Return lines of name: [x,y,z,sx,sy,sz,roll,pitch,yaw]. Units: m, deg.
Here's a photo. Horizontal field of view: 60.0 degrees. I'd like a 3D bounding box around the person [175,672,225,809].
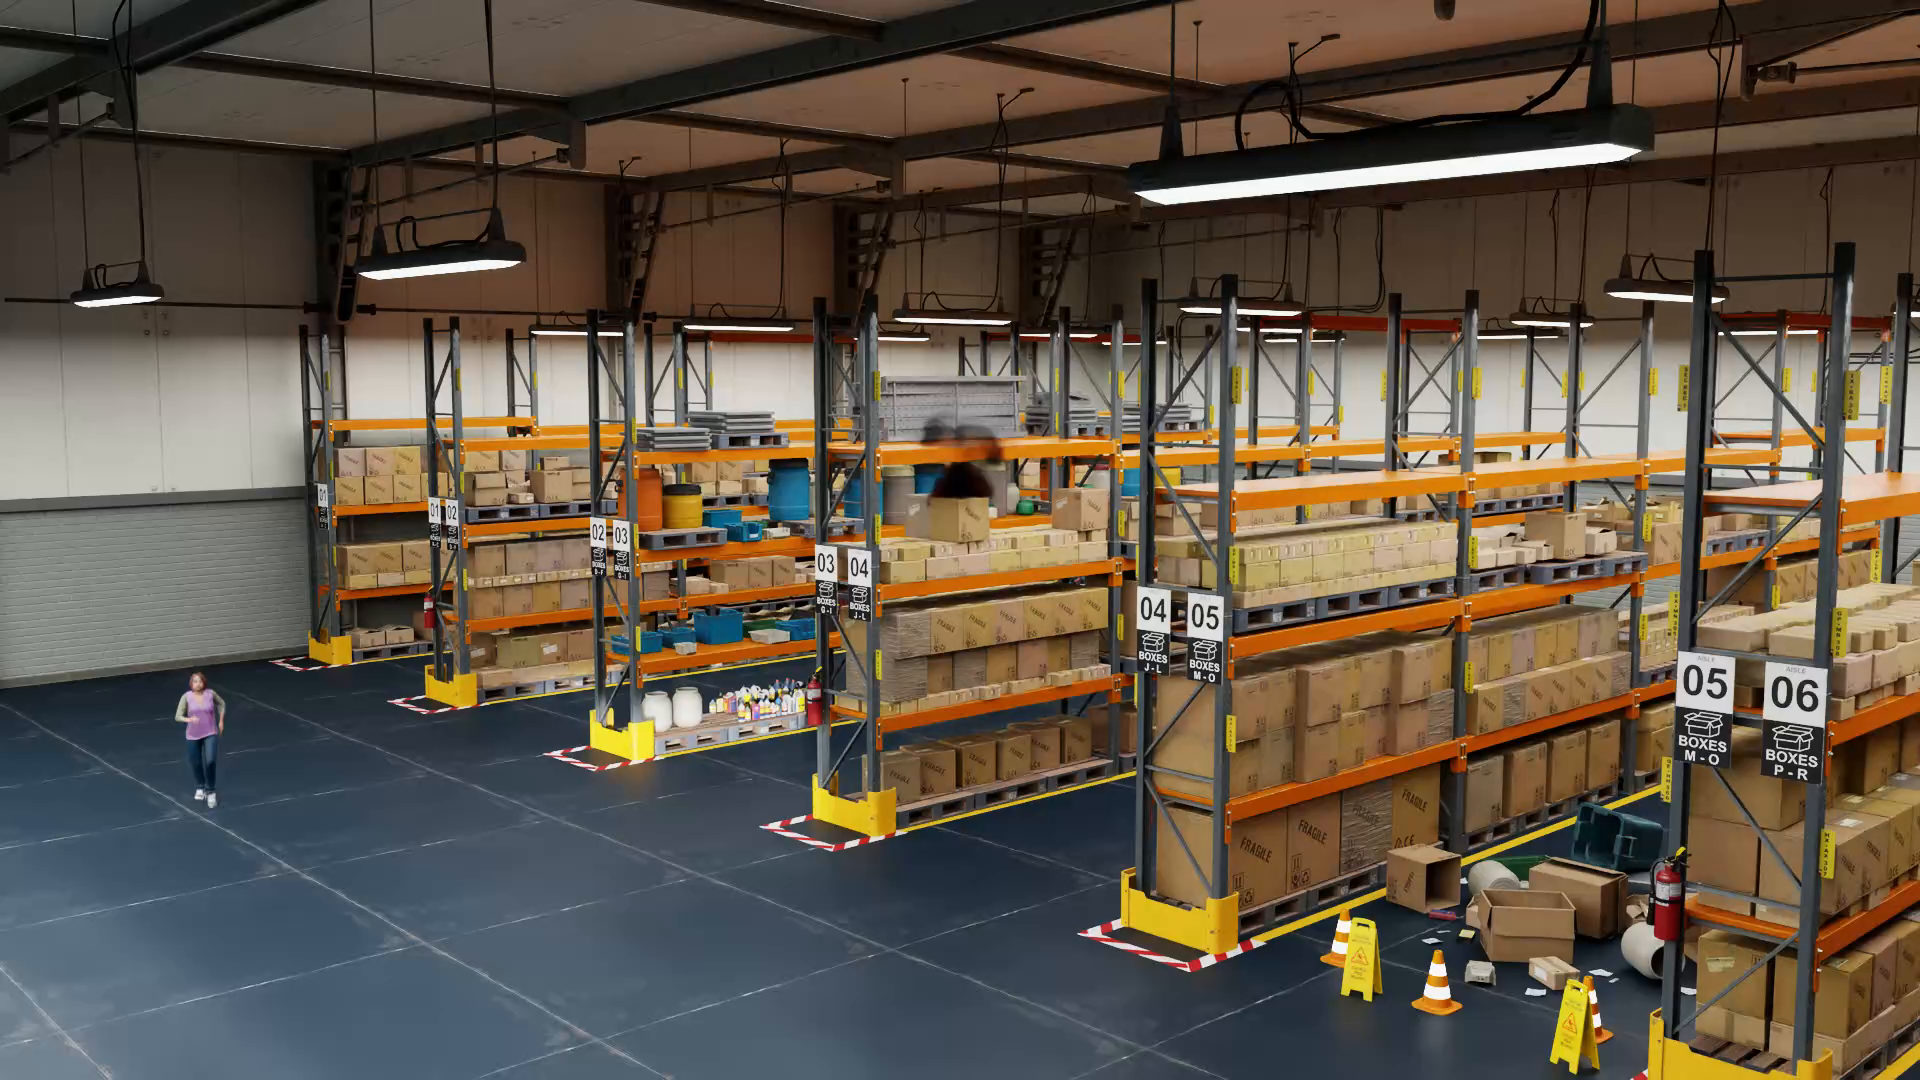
person: [-9.022,2.378,19.770,0.530,1.649,0.711,-2,6,-22]
